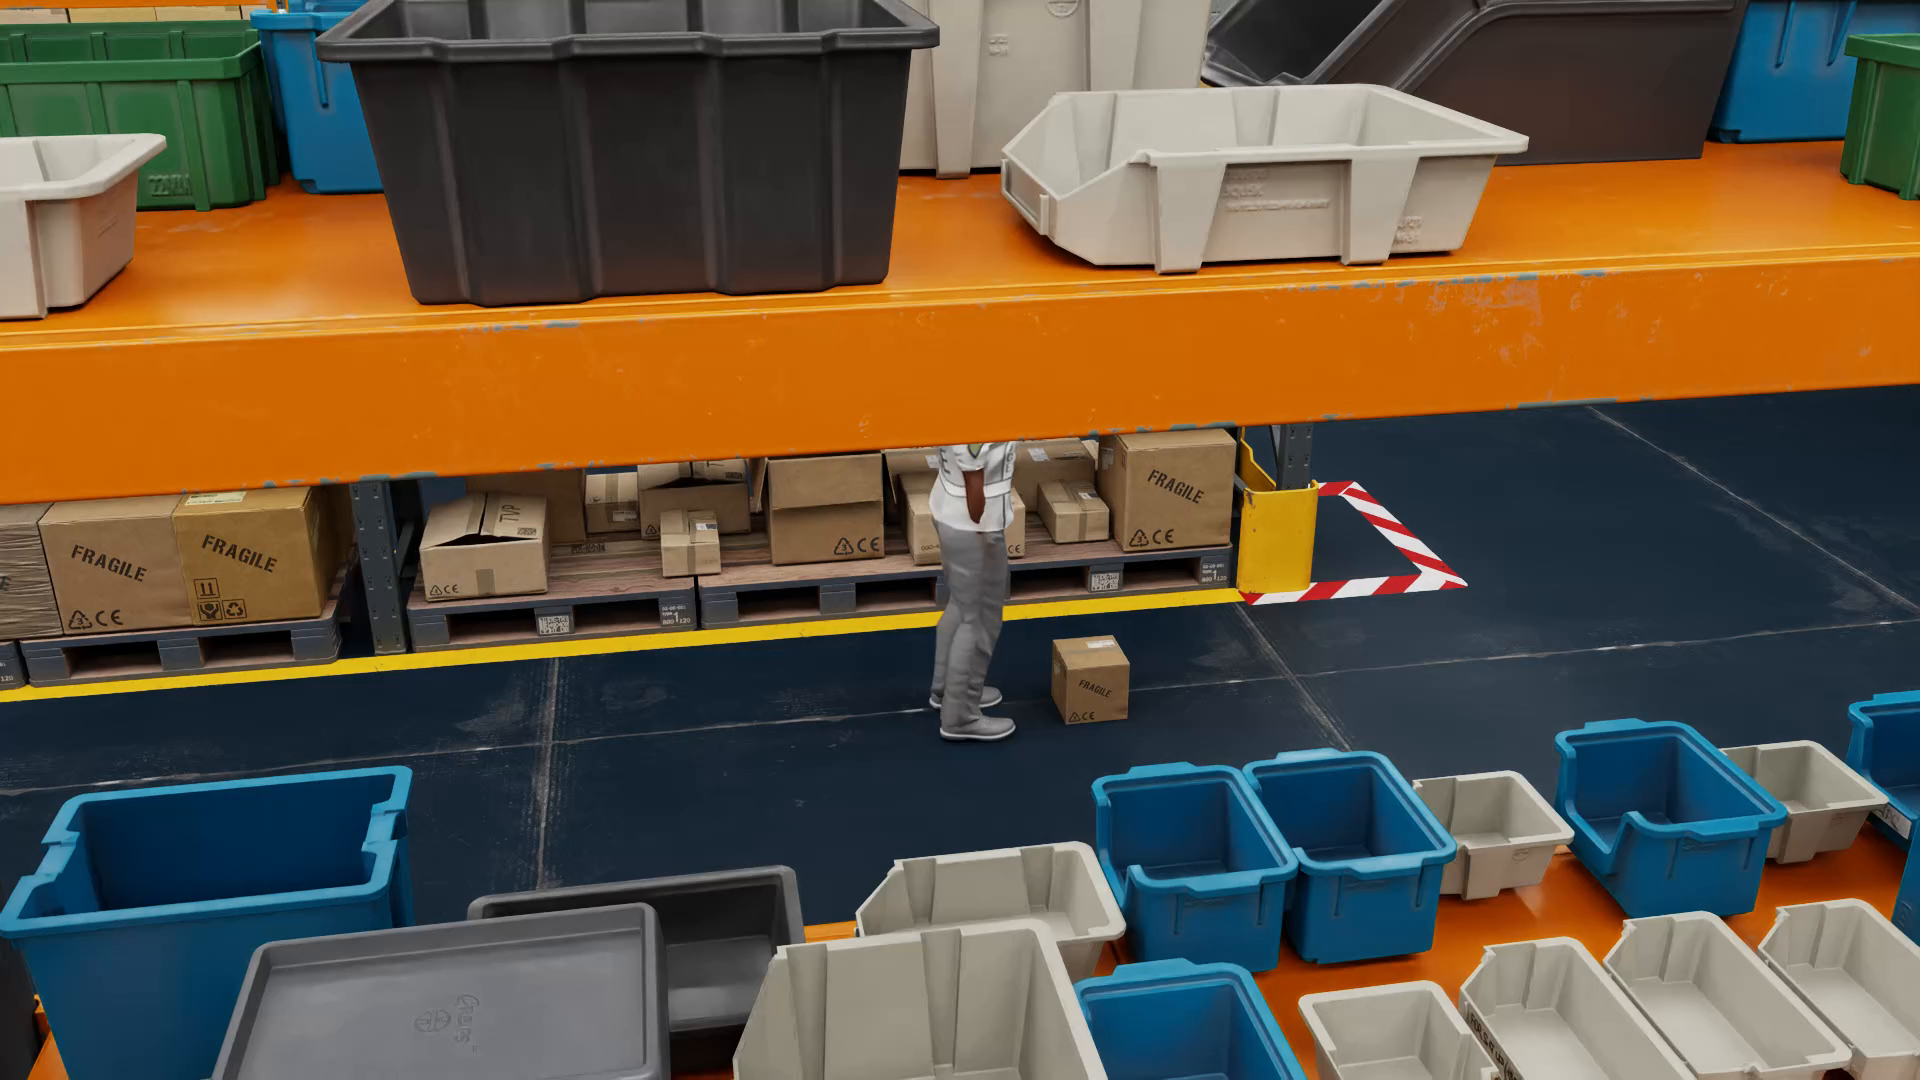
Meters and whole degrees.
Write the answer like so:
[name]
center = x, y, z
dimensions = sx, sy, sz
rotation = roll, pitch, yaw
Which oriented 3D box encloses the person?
[person]
center = 0.051, -0.066, 6.246
dimensions = 0.341, 1.668, 0.437
rotation = -4, 24, -8
